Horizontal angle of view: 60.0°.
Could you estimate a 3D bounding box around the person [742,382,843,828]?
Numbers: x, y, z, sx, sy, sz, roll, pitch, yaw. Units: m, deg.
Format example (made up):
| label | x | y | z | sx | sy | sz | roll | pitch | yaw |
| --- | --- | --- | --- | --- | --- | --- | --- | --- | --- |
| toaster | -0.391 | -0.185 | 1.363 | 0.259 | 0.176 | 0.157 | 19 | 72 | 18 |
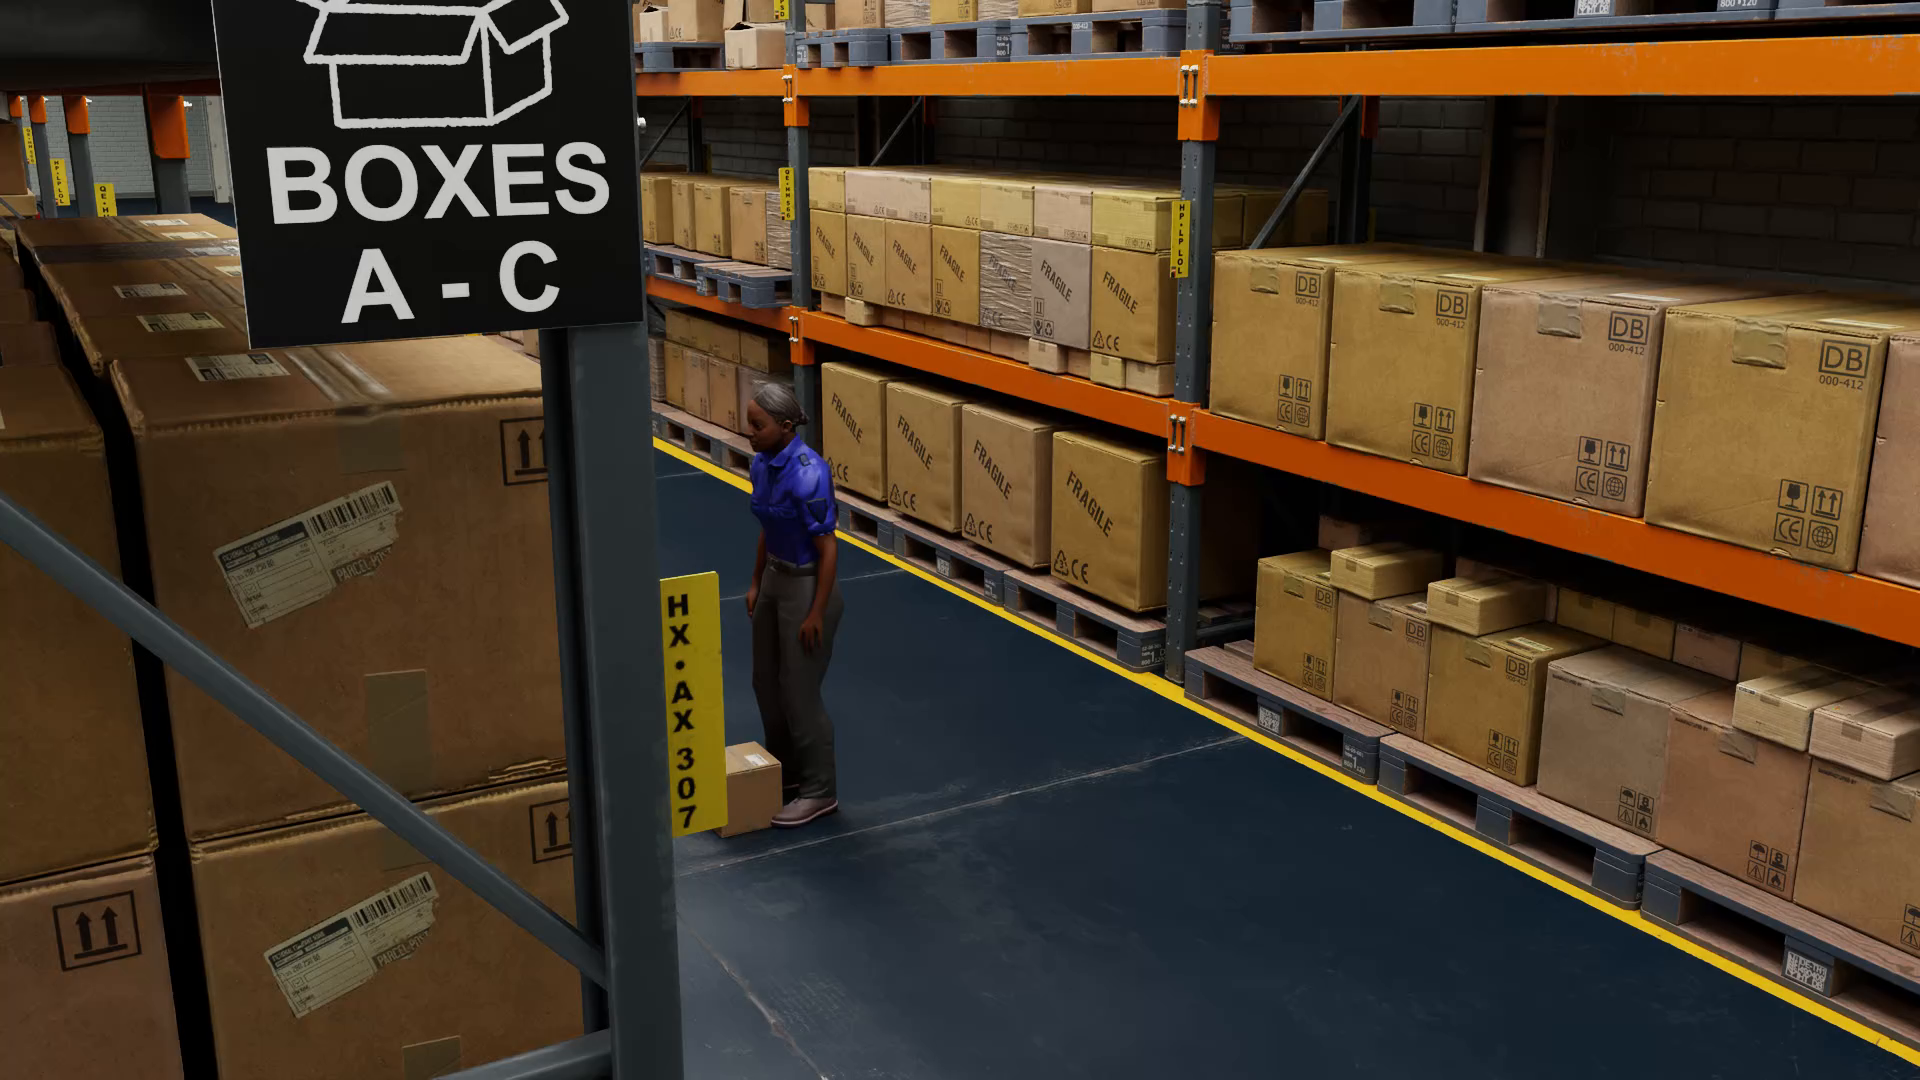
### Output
| label | x | y | z | sx | sy | sz | roll | pitch | yaw |
| --- | --- | --- | --- | --- | --- | --- | --- | --- | --- |
| person | -0.638 | 0.222 | 6.195 | 0.350 | 1.654 | 0.503 | -9 | 17 | -30 |
